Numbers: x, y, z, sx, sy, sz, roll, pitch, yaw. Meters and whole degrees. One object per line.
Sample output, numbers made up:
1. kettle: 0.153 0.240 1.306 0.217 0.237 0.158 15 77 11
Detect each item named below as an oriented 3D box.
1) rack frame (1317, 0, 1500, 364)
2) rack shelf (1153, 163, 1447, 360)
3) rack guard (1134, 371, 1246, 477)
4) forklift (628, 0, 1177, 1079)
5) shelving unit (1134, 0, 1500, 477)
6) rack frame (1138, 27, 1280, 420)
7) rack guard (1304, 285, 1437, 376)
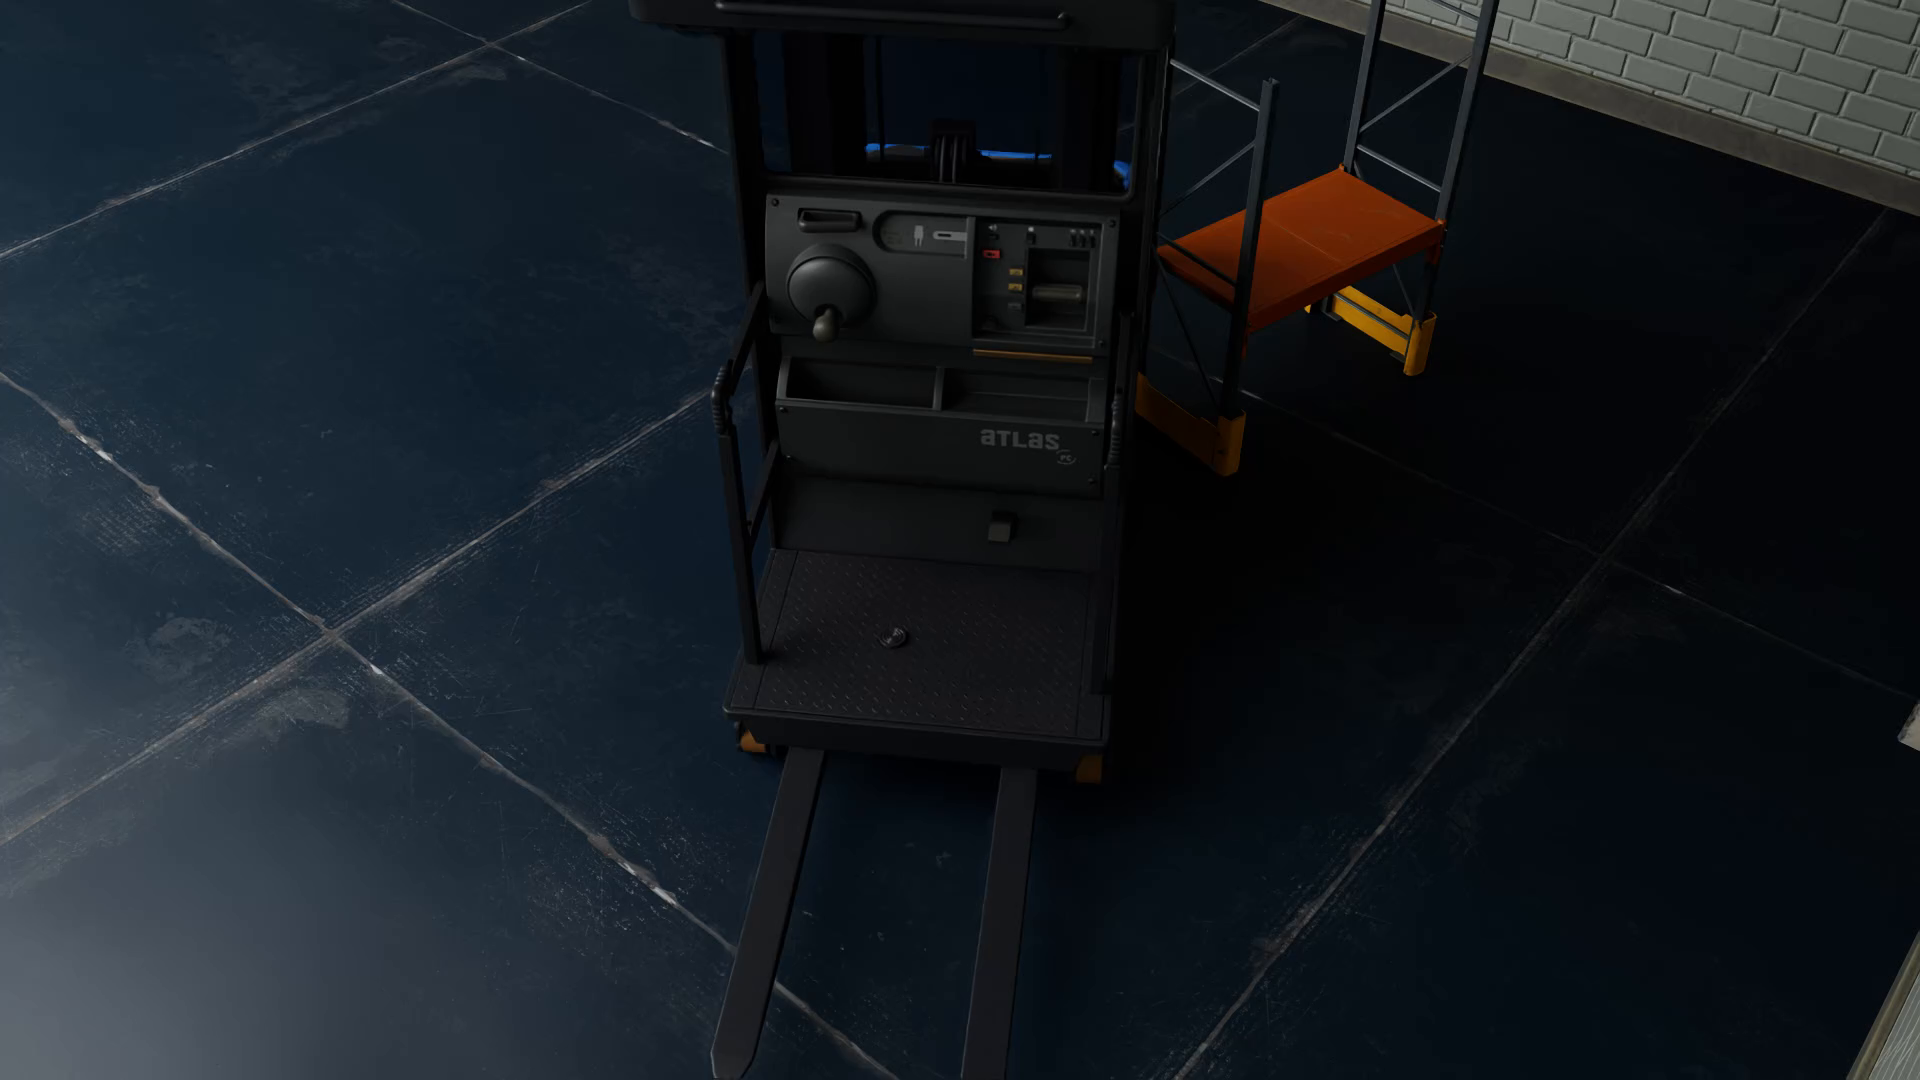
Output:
1. rack frame: 1.614 -1.363 6.105 0.032 1.500 0.500 -27 49 -26
2. rack shelf: 1.208 -1.024 6.000 1.000 0.185 0.538 -27 49 -26
3. rack guard: 0.803 -0.489 6.074 0.087 0.250 0.587 -27 49 -26
4. forklift: -0.075 -0.614 4.218 1.130 2.935 3.031 5 42 5
5. shelving unit: 1.201 -1.153 5.875 1.083 1.500 0.587 -27 49 -26
6. rack frame: 0.802 -0.951 5.653 0.032 1.500 0.500 -27 49 -26
7. rack guard: 1.599 -0.893 6.517 0.087 0.250 0.587 -27 49 -26
